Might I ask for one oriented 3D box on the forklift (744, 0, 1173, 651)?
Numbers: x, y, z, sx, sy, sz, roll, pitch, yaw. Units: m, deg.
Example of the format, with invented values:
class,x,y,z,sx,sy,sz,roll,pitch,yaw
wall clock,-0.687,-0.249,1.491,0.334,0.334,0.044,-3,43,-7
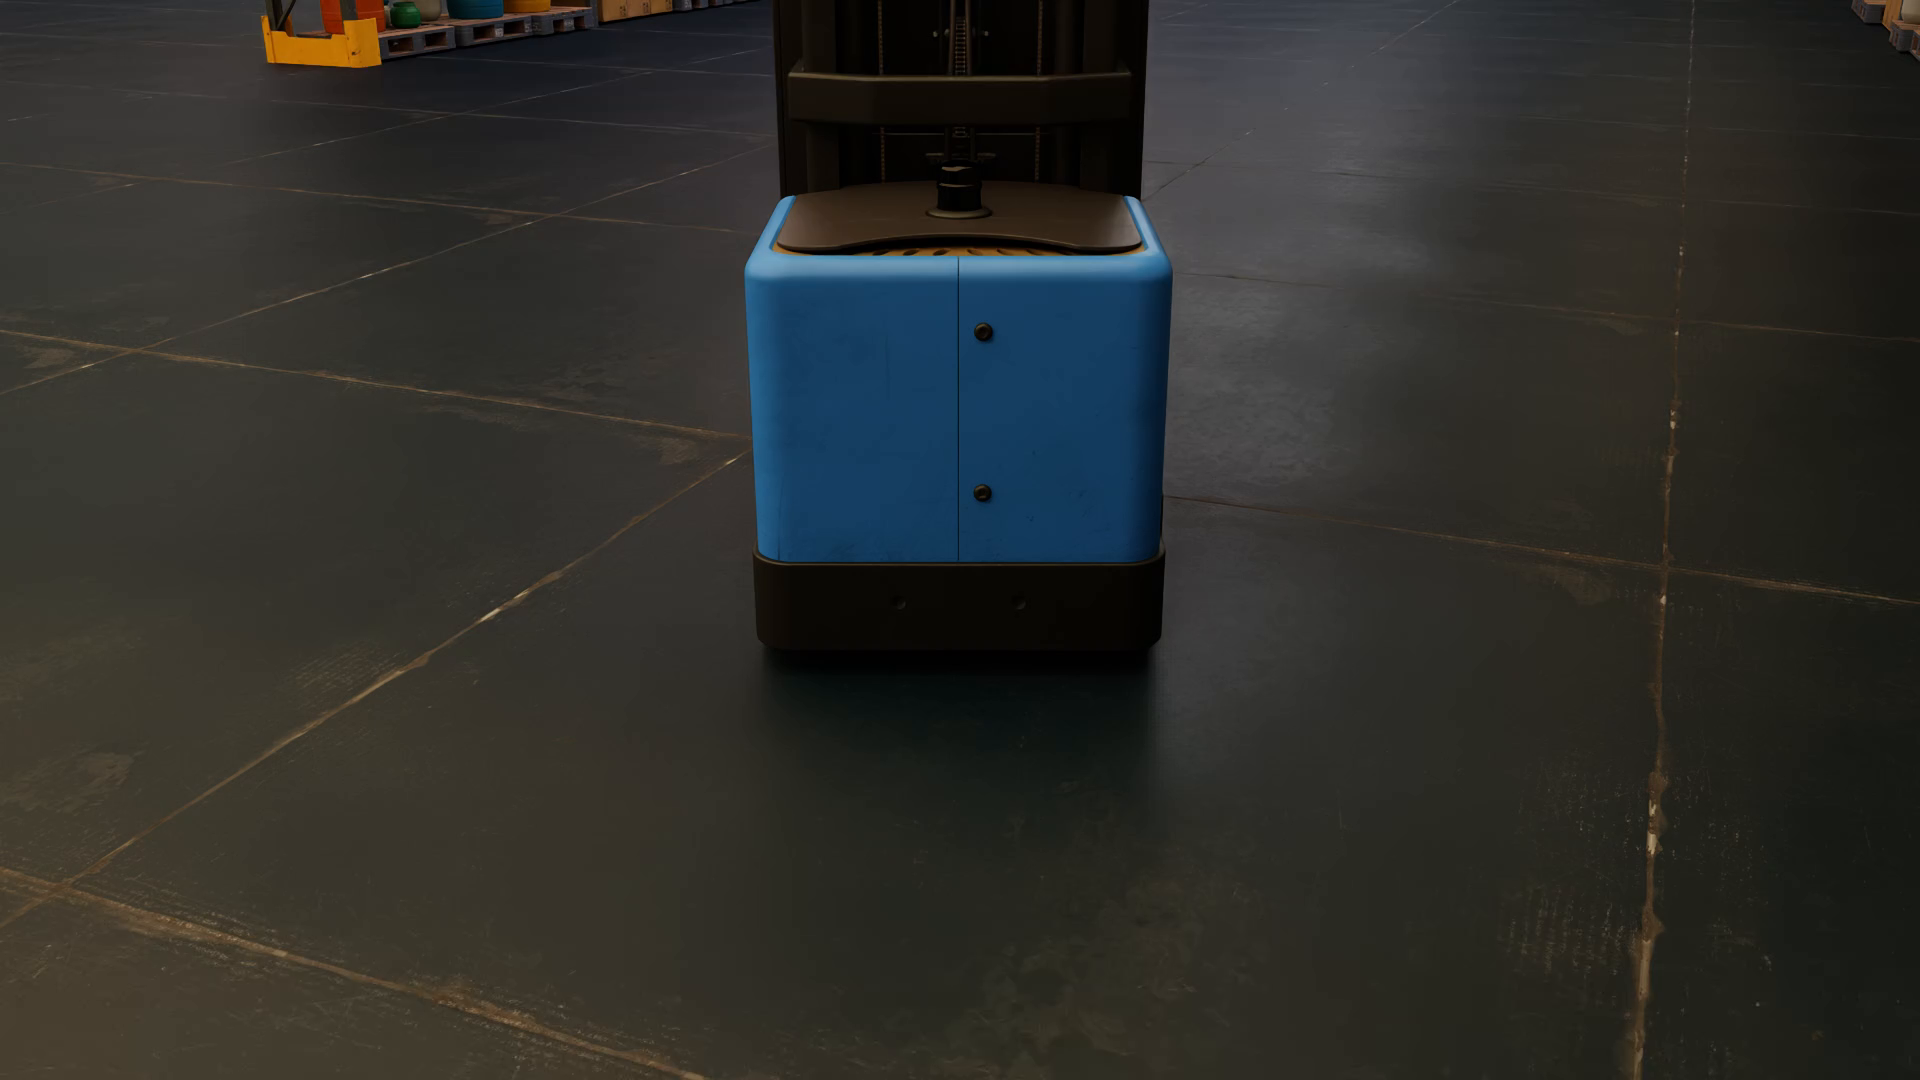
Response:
class,x,y,z,sx,sy,sz,roll,pitch,yaw
forklift,0.002,-1.587,5.089,1.130,2.935,3.031,0,23,0
